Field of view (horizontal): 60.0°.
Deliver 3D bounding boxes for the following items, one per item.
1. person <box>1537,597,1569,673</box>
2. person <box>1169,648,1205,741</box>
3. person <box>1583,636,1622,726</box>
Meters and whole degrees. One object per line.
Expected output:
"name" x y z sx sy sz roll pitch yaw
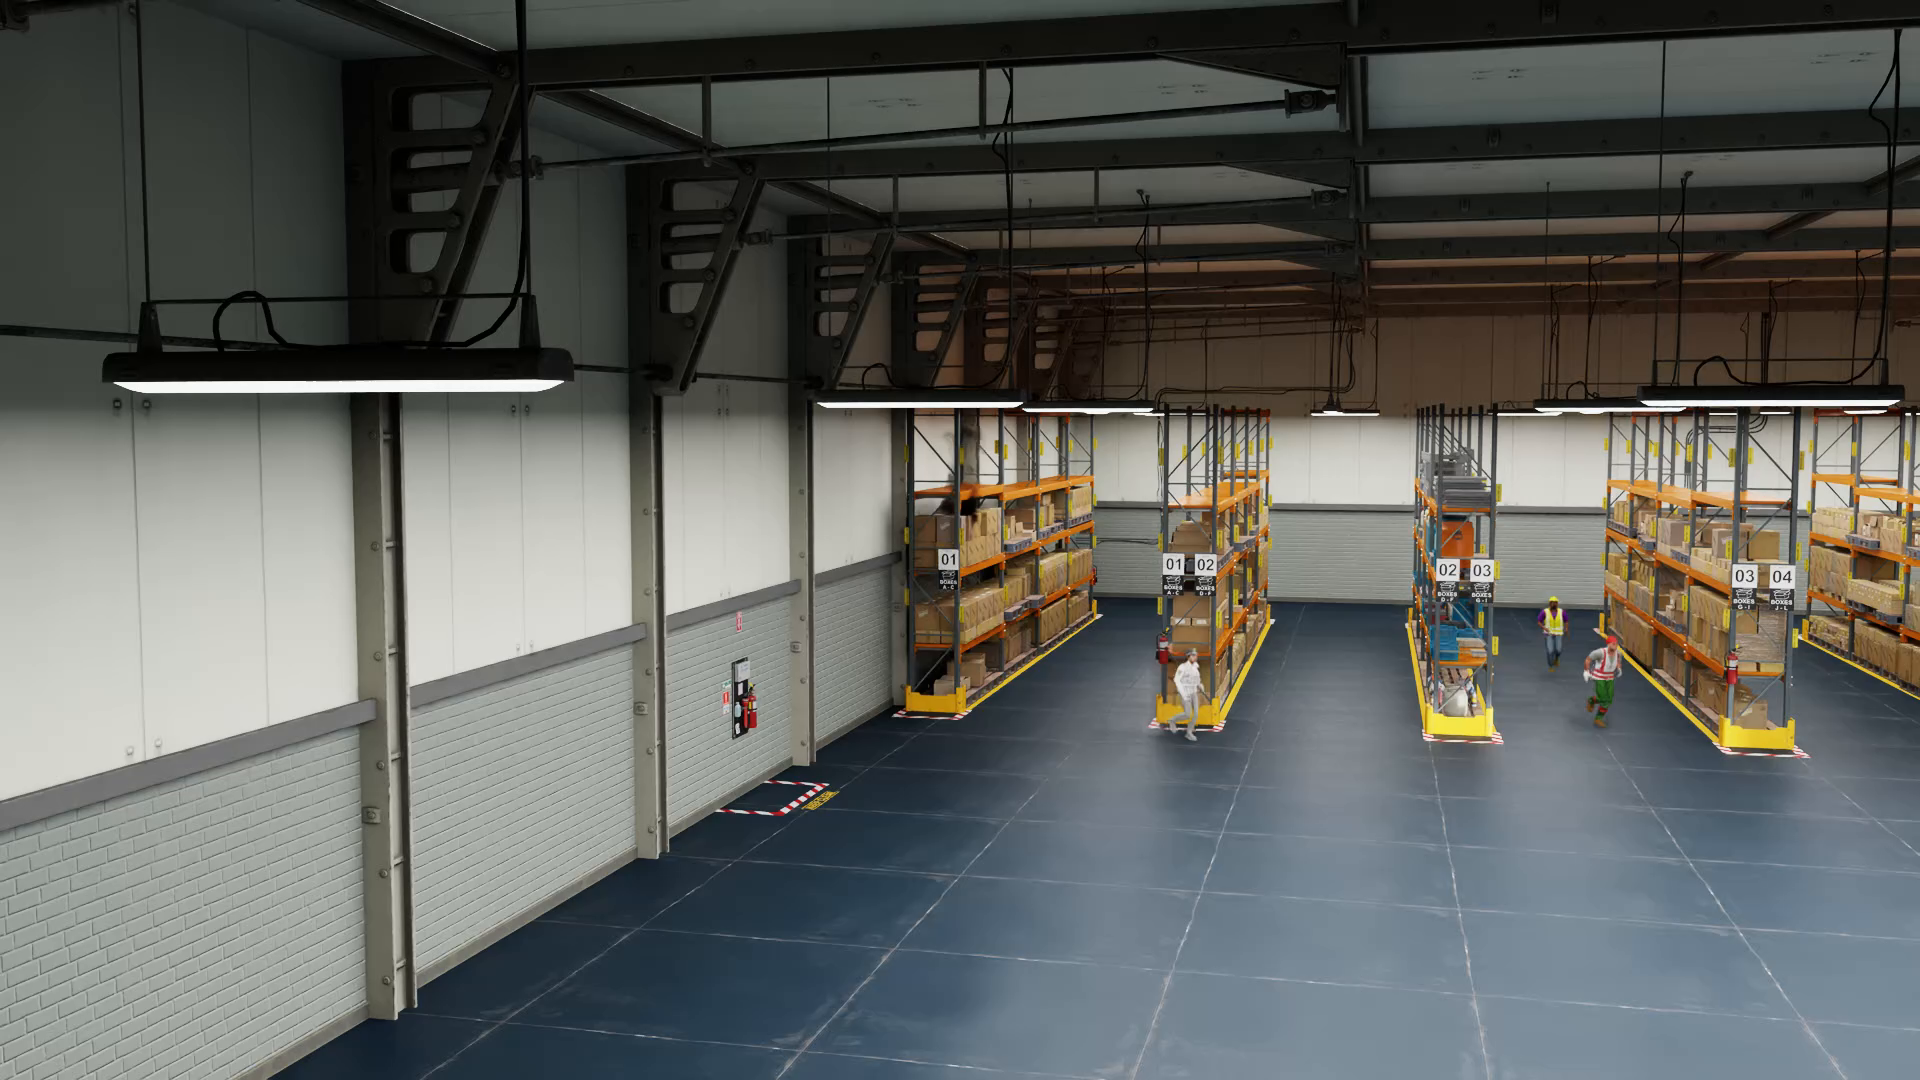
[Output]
"person" 13.384 2.136 37.503 0.700 1.723 0.582 1 4 12
"person" 4.054 2.738 29.781 0.618 1.669 0.627 -4 5 -40
"person" 12.038 2.621 31.122 0.653 1.707 0.757 -1 4 -18
